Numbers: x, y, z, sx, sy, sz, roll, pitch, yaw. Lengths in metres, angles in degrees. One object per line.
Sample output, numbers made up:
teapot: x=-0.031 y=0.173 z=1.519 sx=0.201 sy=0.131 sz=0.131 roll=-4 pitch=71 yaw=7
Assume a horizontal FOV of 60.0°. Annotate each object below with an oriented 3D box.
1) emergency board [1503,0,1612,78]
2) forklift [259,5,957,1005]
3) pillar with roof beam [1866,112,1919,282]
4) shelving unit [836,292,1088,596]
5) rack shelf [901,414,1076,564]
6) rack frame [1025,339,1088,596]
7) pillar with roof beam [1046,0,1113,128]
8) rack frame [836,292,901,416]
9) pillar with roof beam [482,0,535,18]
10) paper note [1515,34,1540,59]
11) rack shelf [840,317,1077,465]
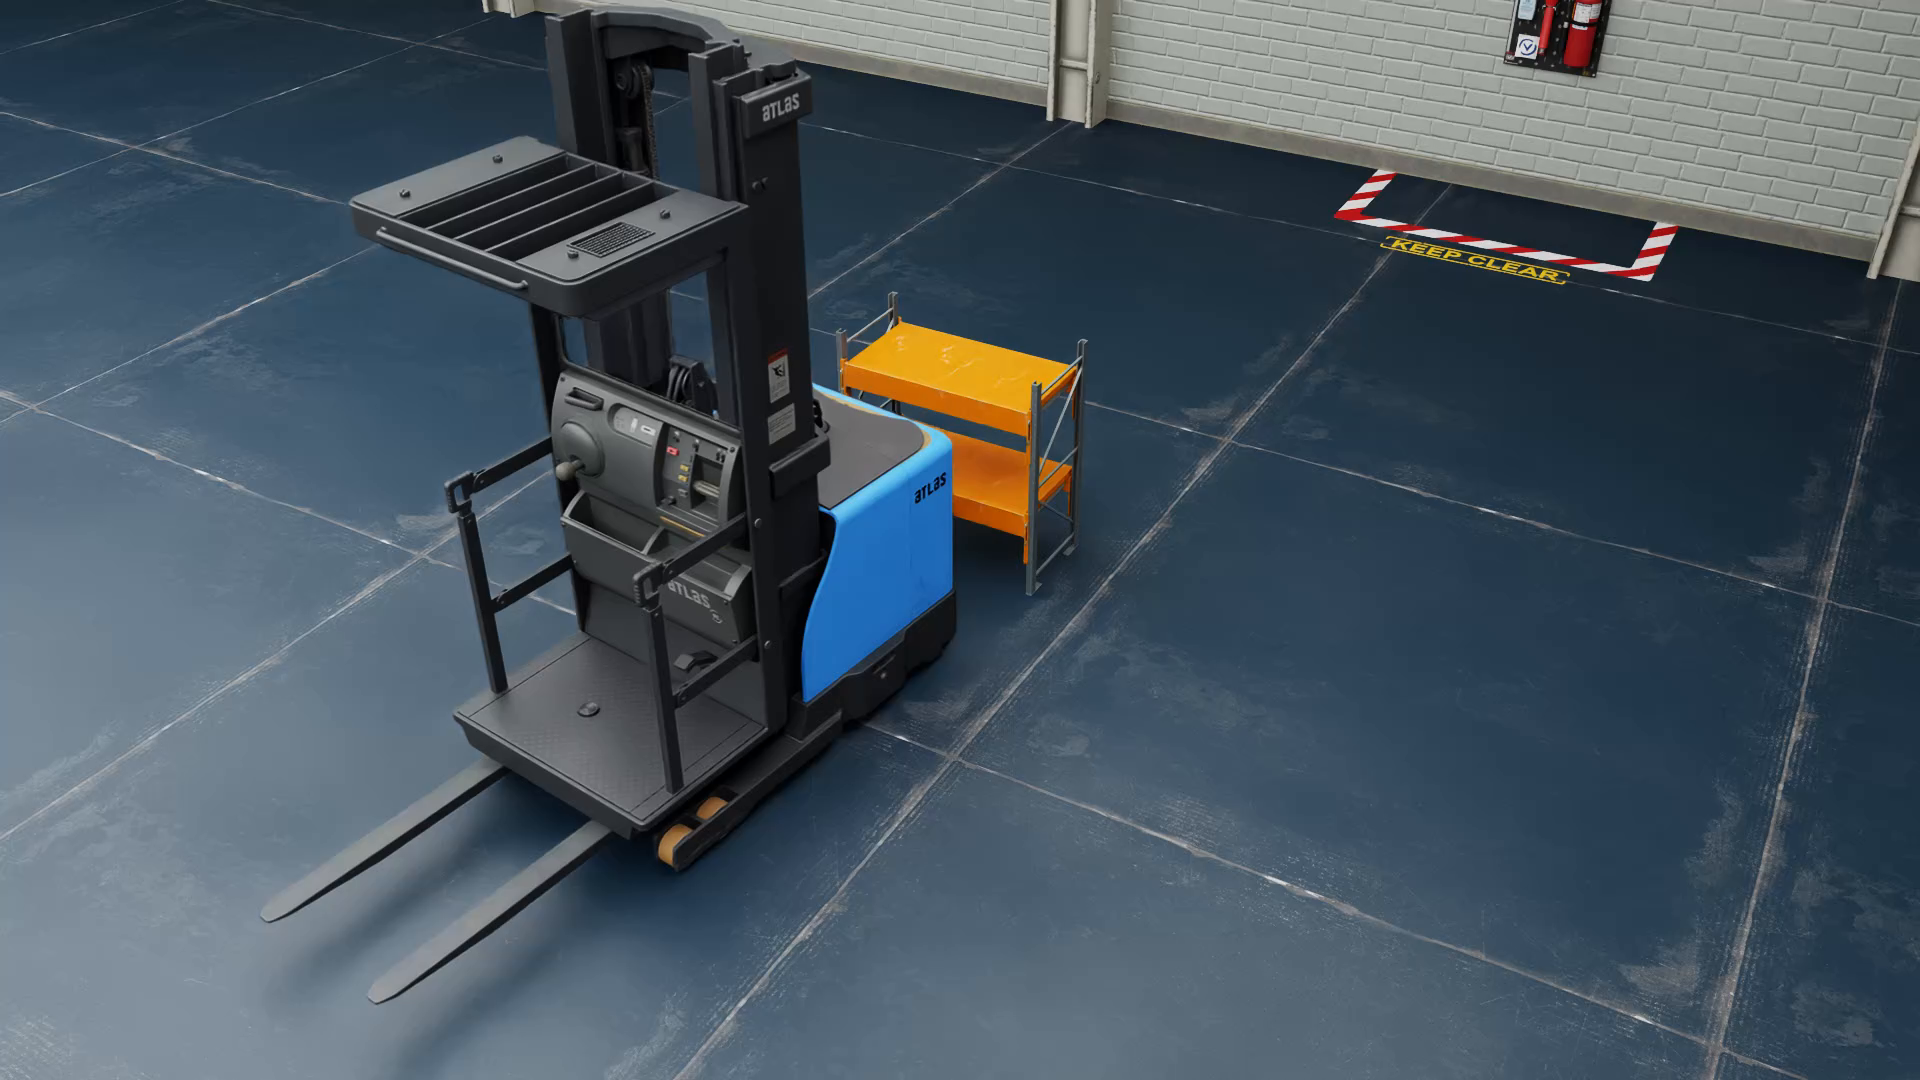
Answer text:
emergency board: x=4.020 y=-3.676 z=11.064 sx=0.643 sy=1.169 sz=0.194 roll=18 pitch=37 yaw=24
forklift: x=-1.300 y=-0.273 z=6.015 sx=1.130 sy=2.935 sz=3.031 roll=23 pitch=40 yaw=30
pillar with roof beam: x=4.010 y=-3.403 z=5.242 sx=0.400 sy=9.000 sz=9.100 roll=18 pitch=37 yaw=24
shelving unit: x=0.006 y=-0.466 z=7.935 sx=1.048 sy=1.125 sz=0.538 roll=18 pitch=37 yaw=24
rack shelf: x=0.006 y=-0.263 z=8.071 sx=1.000 sy=0.278 sz=0.538 roll=18 pitch=37 yaw=24
rack frame: x=0.447 y=-0.327 z=7.725 sx=0.032 sy=1.125 sz=0.500 roll=18 pitch=37 yaw=24
pillar with roof beam: x=-1.199 y=-5.053 z=7.720 sx=0.400 sy=9.000 sz=9.100 roll=18 pitch=37 yaw=24
rack frame: x=-0.435 y=-0.606 z=8.145 sx=0.032 sy=1.125 sz=0.500 roll=18 pitch=37 yaw=24
pillar with roof beam: x=-6.408 y=-6.703 z=10.198 sx=0.400 sy=9.000 sz=9.100 roll=18 pitch=37 yaw=24
paper note: x=3.900 y=-3.391 z=11.431 sx=0.142 sy=0.148 sz=0.016 roll=18 pitch=37 yaw=24
rack shelf: x=0.006 y=-0.710 z=7.773 sx=1.000 sy=0.278 sz=0.538 roll=18 pitch=37 yaw=24
